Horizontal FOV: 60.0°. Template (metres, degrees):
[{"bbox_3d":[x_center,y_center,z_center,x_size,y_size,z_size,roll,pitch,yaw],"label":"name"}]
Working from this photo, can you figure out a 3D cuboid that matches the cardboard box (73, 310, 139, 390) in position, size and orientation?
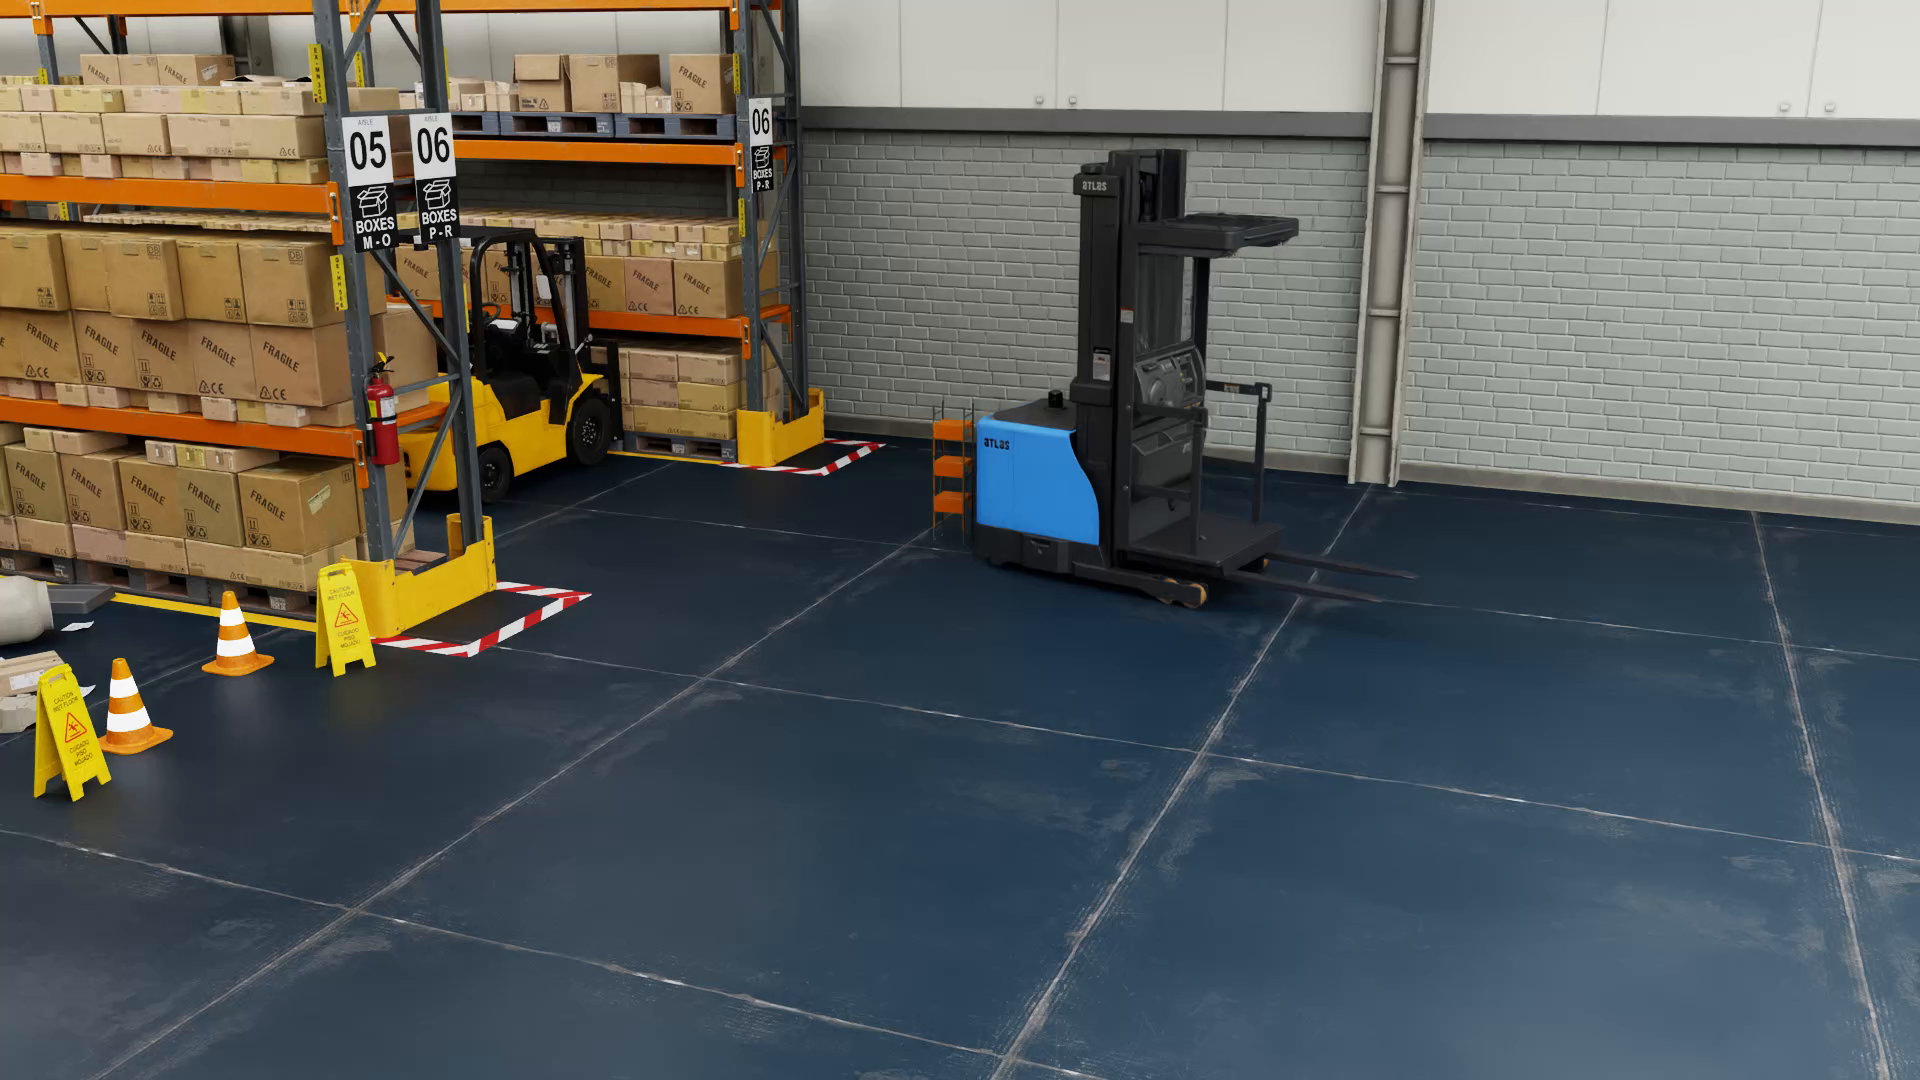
[{"bbox_3d":[-5.492,-1.310,11.092,0.500,0.500,0.500,6,17,21],"label":"cardboard box"}]

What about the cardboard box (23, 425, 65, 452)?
[{"bbox_3d":[-6.192,-0.725,11.460,0.250,0.149,0.380,7,18,23],"label":"cardboard box"}]

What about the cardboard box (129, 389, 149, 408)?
[{"bbox_3d":[-5.335,-0.997,11.179,0.250,0.149,0.380,6,17,21],"label":"cardboard box"}]

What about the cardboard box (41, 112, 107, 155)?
[{"bbox_3d":[-5.491,-2.622,10.680,0.500,0.250,0.500,6,17,21],"label":"cardboard box"}]

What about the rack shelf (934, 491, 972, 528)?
[{"bbox_3d":[-0.050,-0.233,12.627,0.240,0.259,0.215,6,17,21],"label":"rack shelf"}]

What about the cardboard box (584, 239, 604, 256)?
[{"bbox_3d":[-3.303,-2.708,15.280,0.250,0.149,0.380,6,17,21],"label":"cardboard box"}]

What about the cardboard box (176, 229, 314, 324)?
[{"bbox_3d":[-4.517,-1.694,10.622,0.500,0.500,0.700,6,17,21],"label":"cardboard box"}]

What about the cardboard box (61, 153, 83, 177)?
[{"bbox_3d":[-5.578,-2.449,10.799,0.250,0.149,0.380,6,17,21],"label":"cardboard box"}]

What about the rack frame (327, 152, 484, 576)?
[{"bbox_3d":[-3.494,-0.974,10.647,0.127,3.000,1.000,6,17,21],"label":"rack frame"}]

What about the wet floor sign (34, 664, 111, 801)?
[{"bbox_3d":[-4.462,0.941,8.276,0.232,0.644,0.267,3,17,11],"label":"wet floor sign"}]

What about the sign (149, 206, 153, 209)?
[{"bbox_3d":[-8.917,-3.780,18.237,0.005,0.325,0.100,6,17,21],"label":"sign"}]

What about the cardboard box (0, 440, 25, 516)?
[{"bbox_3d":[-6.765,-0.494,11.827,0.500,0.500,0.500,7,18,23],"label":"cardboard box"}]

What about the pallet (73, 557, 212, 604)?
[{"bbox_3d":[-5.438,0.140,11.812,1.213,0.211,1.003,6,17,21],"label":"pallet"}]

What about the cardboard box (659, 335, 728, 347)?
[{"bbox_3d":[-2.520,-1.771,15.779,0.500,0.250,0.500,6,17,21],"label":"cardboard box"}]

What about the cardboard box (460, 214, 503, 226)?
[{"bbox_3d":[-4.490,-2.983,15.693,0.250,0.149,0.380,7,17,22],"label":"cardboard box"}]

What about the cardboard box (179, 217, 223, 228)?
[{"bbox_3d":[-7.725,-3.201,16.976,0.250,0.149,0.380,7,17,22],"label":"cardboard box"}]

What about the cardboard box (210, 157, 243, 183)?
[{"bbox_3d":[-4.406,-2.310,10.322,0.250,0.149,0.380,7,18,22],"label":"cardboard box"}]

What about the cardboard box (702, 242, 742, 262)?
[{"bbox_3d":[-2.101,-2.584,14.850,0.250,0.149,0.380,7,17,21],"label":"cardboard box"}]

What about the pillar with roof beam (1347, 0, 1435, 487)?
[{"bbox_3d":[2.009,-3.717,9.336,0.400,9.000,9.100,6,17,21],"label":"pillar with roof beam"}]

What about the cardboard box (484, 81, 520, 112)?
[{"bbox_3d":[-4.127,-4.066,15.226,0.258,0.266,0.396,6,17,19],"label":"cardboard box"}]

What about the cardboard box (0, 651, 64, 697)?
[{"bbox_3d":[-5.453,0.785,9.701,0.380,0.149,0.250,-12,20,-37],"label":"cardboard box"}]

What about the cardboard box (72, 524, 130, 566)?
[{"bbox_3d":[-5.770,-0.028,11.569,0.500,0.250,0.500,6,17,20],"label":"cardboard box"}]

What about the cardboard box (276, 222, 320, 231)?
[{"bbox_3d":[-6.544,-3.060,16.492,0.250,0.149,0.380,6,17,19],"label":"cardboard box"}]

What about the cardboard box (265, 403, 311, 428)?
[{"bbox_3d":[-4.196,-0.833,10.613,0.250,0.149,0.380,6,17,20],"label":"cardboard box"}]

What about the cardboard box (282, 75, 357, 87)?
[{"bbox_3d":[-6.159,-4.329,16.051,0.500,0.311,0.500,6,17,19],"label":"cardboard box"}]

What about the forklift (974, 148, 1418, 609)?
[{"bbox_3d":[1.608,-1.118,11.269,3.031,2.935,1.130,11,19,33],"label":"forklift"}]

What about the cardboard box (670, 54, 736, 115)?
[{"bbox_3d":[-2.177,-3.982,14.516,0.500,0.500,0.500,7,18,22],"label":"cardboard box"}]

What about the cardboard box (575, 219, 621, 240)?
[{"bbox_3d":[-3.310,-2.850,15.235,0.250,0.149,0.380,7,17,22],"label":"cardboard box"}]

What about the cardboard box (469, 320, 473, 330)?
[{"bbox_3d":[-4.868,-2.032,16.677,0.500,0.250,0.500,7,17,22],"label":"cardboard box"}]

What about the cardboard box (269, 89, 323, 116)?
[{"bbox_3d":[-3.917,-2.634,10.008,0.250,0.149,0.380,6,17,21],"label":"cardboard box"}]

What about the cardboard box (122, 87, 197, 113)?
[{"bbox_3d":[-5.062,-2.792,10.550,0.250,0.149,0.380,6,17,19],"label":"cardboard box"}]

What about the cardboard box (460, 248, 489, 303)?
[{"bbox_3d":[-4.589,-2.556,15.920,0.500,0.500,0.500,7,17,22],"label":"cardboard box"}]

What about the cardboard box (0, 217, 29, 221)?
[{"bbox_3d":[-6.885,-1.952,11.513,0.500,0.500,0.700,6,17,20],"label":"cardboard box"}]

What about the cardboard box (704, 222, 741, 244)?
[{"bbox_3d":[-2.086,-2.746,14.875,0.250,0.149,0.380,6,17,21],"label":"cardboard box"}]

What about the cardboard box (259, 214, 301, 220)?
[{"bbox_3d":[-7.046,-3.290,17.282,0.250,0.149,0.380,6,17,21],"label":"cardboard box"}]

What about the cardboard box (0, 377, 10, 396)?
[{"bbox_3d":[-6.527,-1.115,11.585,0.250,0.149,0.380,6,17,20],"label":"cardboard box"}]

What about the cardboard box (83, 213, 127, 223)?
[{"bbox_3d":[-8.929,-3.330,17.422,0.250,0.149,0.380,7,18,22],"label":"cardboard box"}]

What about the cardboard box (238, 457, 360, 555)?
[{"bbox_3d":[-4.335,-0.229,10.916,0.500,0.500,0.500,6,17,21],"label":"cardboard box"}]

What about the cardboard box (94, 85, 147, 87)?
[{"bbox_3d":[-5.608,-2.994,11.248,0.250,0.149,0.380,6,17,21],"label":"cardboard box"}]

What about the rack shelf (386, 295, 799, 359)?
[{"bbox_3d":[-3.536,-2.120,15.888,4.000,0.370,1.077,6,17,21],"label":"rack shelf"}]

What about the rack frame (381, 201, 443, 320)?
[{"bbox_3d":[-5.397,-2.670,16.492,0.127,3.000,1.000,6,17,21],"label":"rack frame"}]

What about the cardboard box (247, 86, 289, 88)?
[{"bbox_3d":[-4.406,-2.874,10.833,0.250,0.149,0.380,6,17,20],"label":"cardboard box"}]

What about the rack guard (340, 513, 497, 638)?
[{"bbox_3d":[-3.564,0.219,11.022,0.348,0.500,1.175,6,17,21],"label":"rack guard"}]

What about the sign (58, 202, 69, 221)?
[{"bbox_3d":[-9.308,-3.456,17.263,0.005,0.325,0.100,6,17,21],"label":"sign"}]

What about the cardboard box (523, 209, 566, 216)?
[{"bbox_3d":[-4.030,-3.117,16.155,0.250,0.149,0.380,6,17,20],"label":"cardboard box"}]

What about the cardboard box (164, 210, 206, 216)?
[{"bbox_3d":[-8.238,-3.418,17.725,0.250,0.149,0.380,6,17,21],"label":"cardboard box"}]

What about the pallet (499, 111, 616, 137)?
[{"bbox_3d":[-3.463,-3.863,15.377,1.213,0.211,1.003,6,17,21],"label":"pallet"}]

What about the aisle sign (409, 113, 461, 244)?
[{"bbox_3d":[-3.322,-2.296,10.539,0.004,0.787,0.394,6,17,21],"label":"aisle sign"}]

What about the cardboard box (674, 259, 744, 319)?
[{"bbox_3d":[-2.230,-2.291,15.007,0.500,0.500,0.500,6,17,19],"label":"cardboard box"}]

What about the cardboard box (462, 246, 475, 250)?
[{"bbox_3d":[-4.500,-2.839,15.730,0.250,0.149,0.380,7,17,22],"label":"cardboard box"}]

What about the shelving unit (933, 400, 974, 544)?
[{"bbox_3d":[-0.050,-0.510,12.546,0.252,1.050,0.215,6,17,21],"label":"shelving unit"}]

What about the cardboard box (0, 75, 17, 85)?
[{"bbox_3d":[-10.018,-4.809,17.499,0.250,0.149,0.380,6,17,19],"label":"cardboard box"}]

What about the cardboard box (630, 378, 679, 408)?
[{"bbox_3d":[-2.706,-1.405,15.416,0.500,0.250,0.500,6,17,20],"label":"cardboard box"}]

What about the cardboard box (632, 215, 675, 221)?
[{"bbox_3d":[-2.871,-2.962,15.620,0.250,0.149,0.380,7,18,22],"label":"cardboard box"}]

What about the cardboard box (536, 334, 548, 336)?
[{"bbox_3d":[-4.123,-1.798,15.872,0.500,0.250,0.500,7,18,23],"label":"cardboard box"}]

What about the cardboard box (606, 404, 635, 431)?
[{"bbox_3d":[-3.150,-1.215,15.659,0.500,0.250,0.500,6,17,21],"label":"cardboard box"}]
